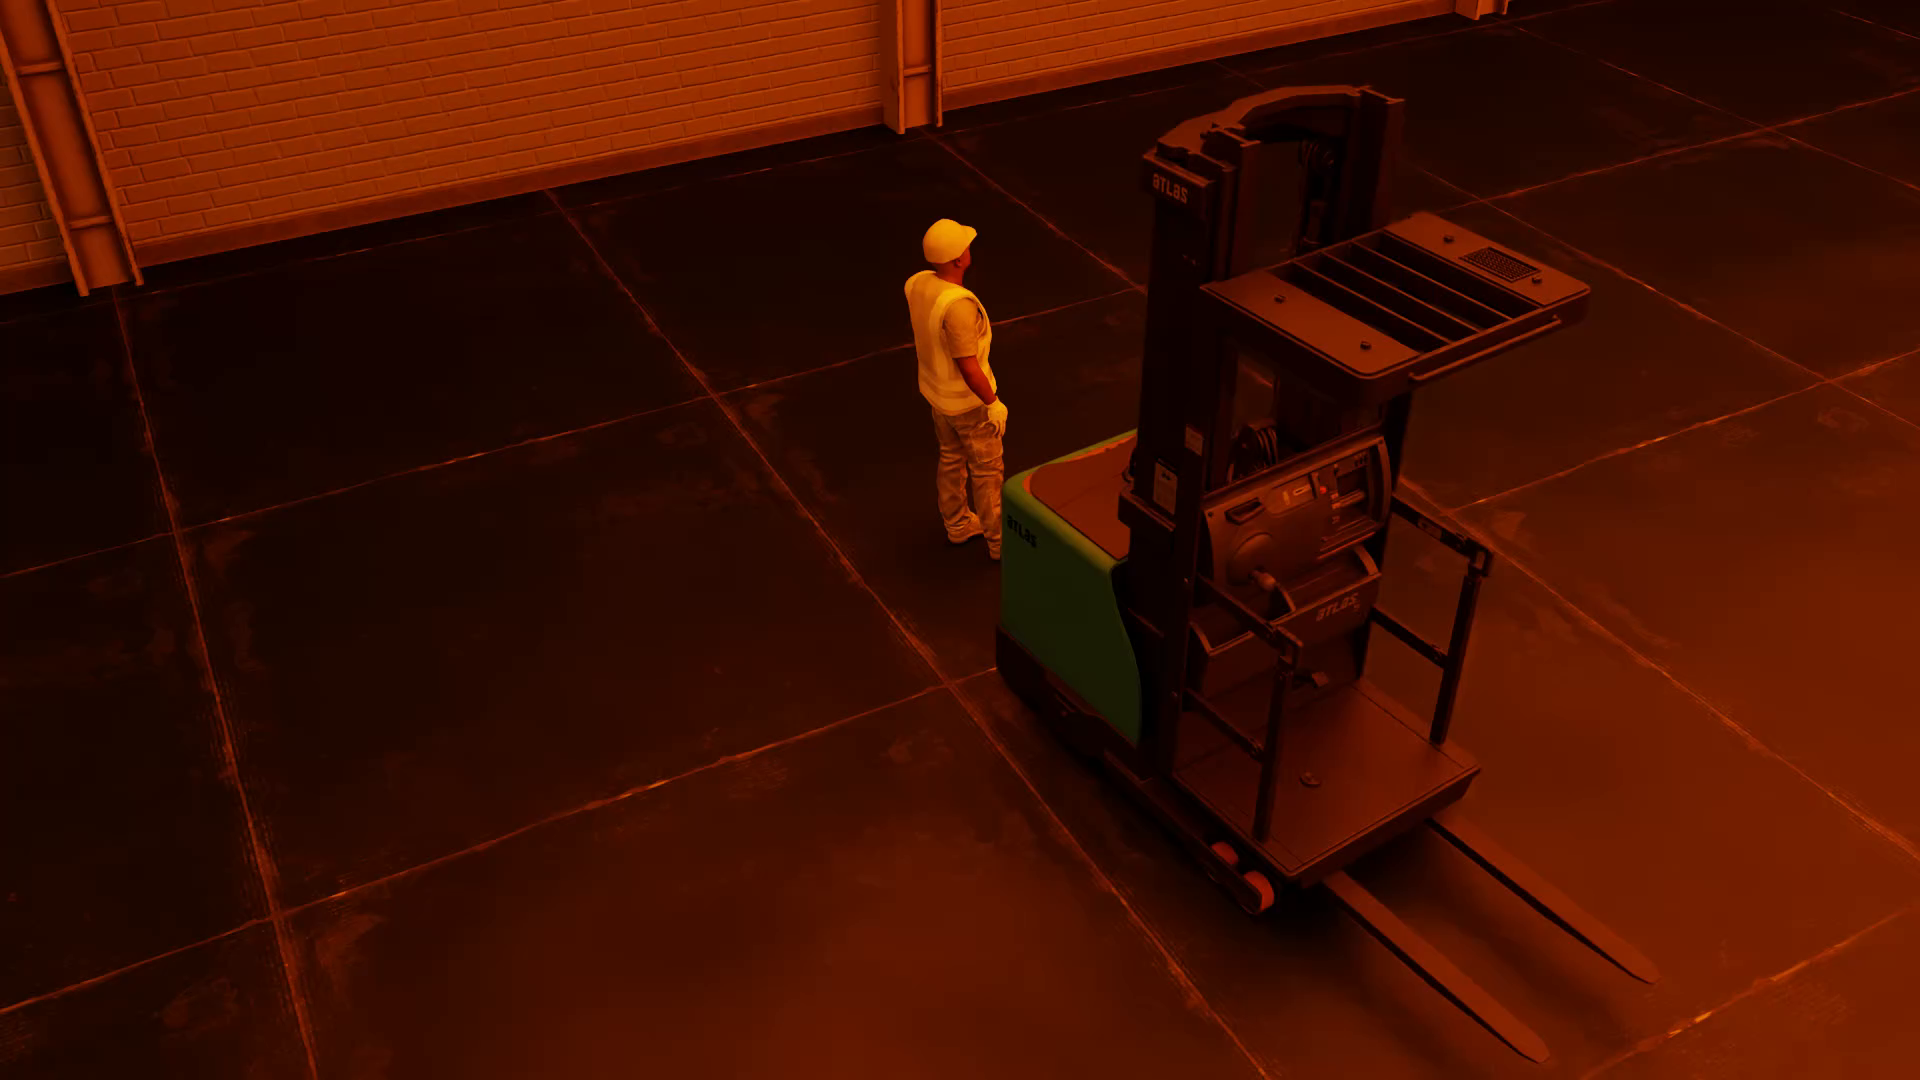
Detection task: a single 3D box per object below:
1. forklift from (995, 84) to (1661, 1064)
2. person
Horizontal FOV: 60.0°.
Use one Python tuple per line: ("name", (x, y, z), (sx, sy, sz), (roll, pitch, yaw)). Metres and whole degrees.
("forklift", (1.414, -0.040, 6.180), (1.130, 2.935, 3.031), (-22, 41, -28))
("person", (0.067, -0.749, 8.164), (0.577, 1.782, 0.656), (-17, 39, -23))
